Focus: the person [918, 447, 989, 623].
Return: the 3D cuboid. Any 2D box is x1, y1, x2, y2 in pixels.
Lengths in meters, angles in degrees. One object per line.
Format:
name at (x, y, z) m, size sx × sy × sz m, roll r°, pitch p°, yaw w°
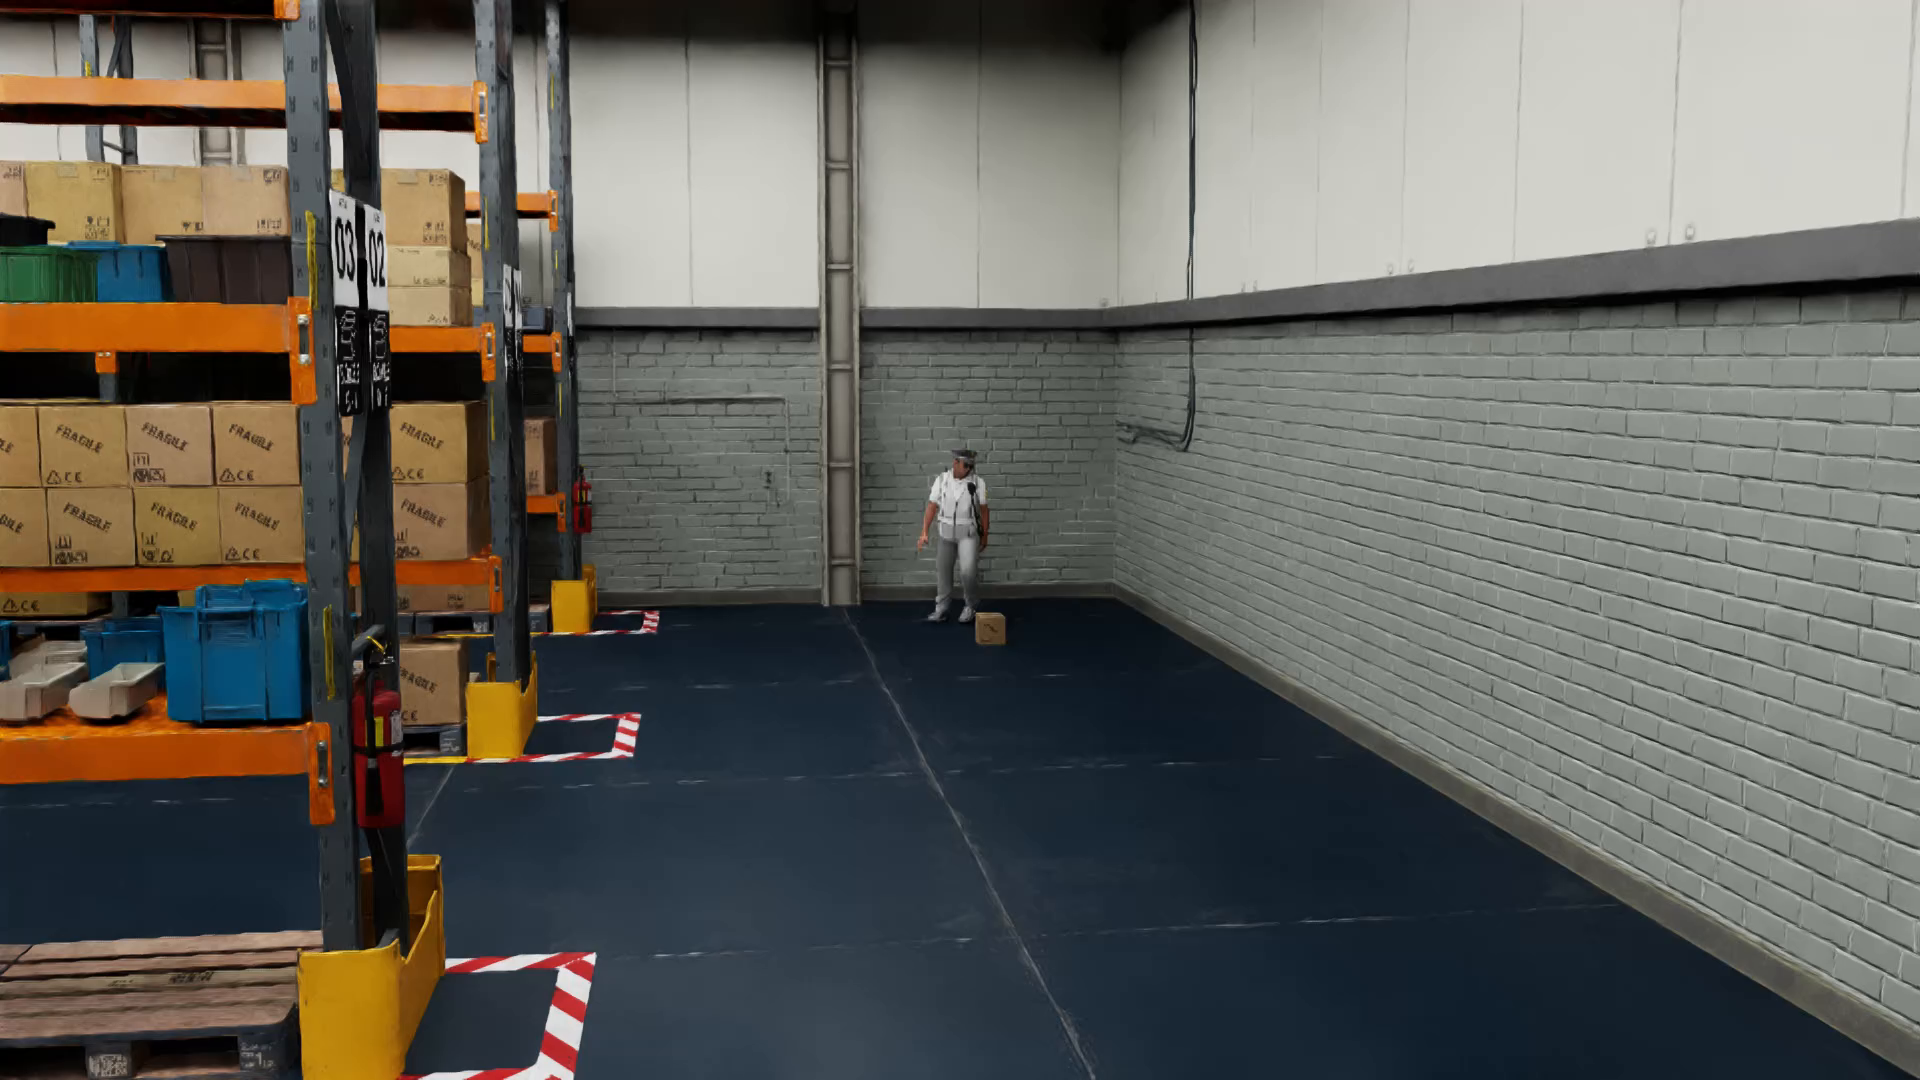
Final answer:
person at (-0.054, -0.044, 16.098) m, size 0.627 × 1.711 × 0.523 m, roll 2°, pitch 7°, yaw 16°
